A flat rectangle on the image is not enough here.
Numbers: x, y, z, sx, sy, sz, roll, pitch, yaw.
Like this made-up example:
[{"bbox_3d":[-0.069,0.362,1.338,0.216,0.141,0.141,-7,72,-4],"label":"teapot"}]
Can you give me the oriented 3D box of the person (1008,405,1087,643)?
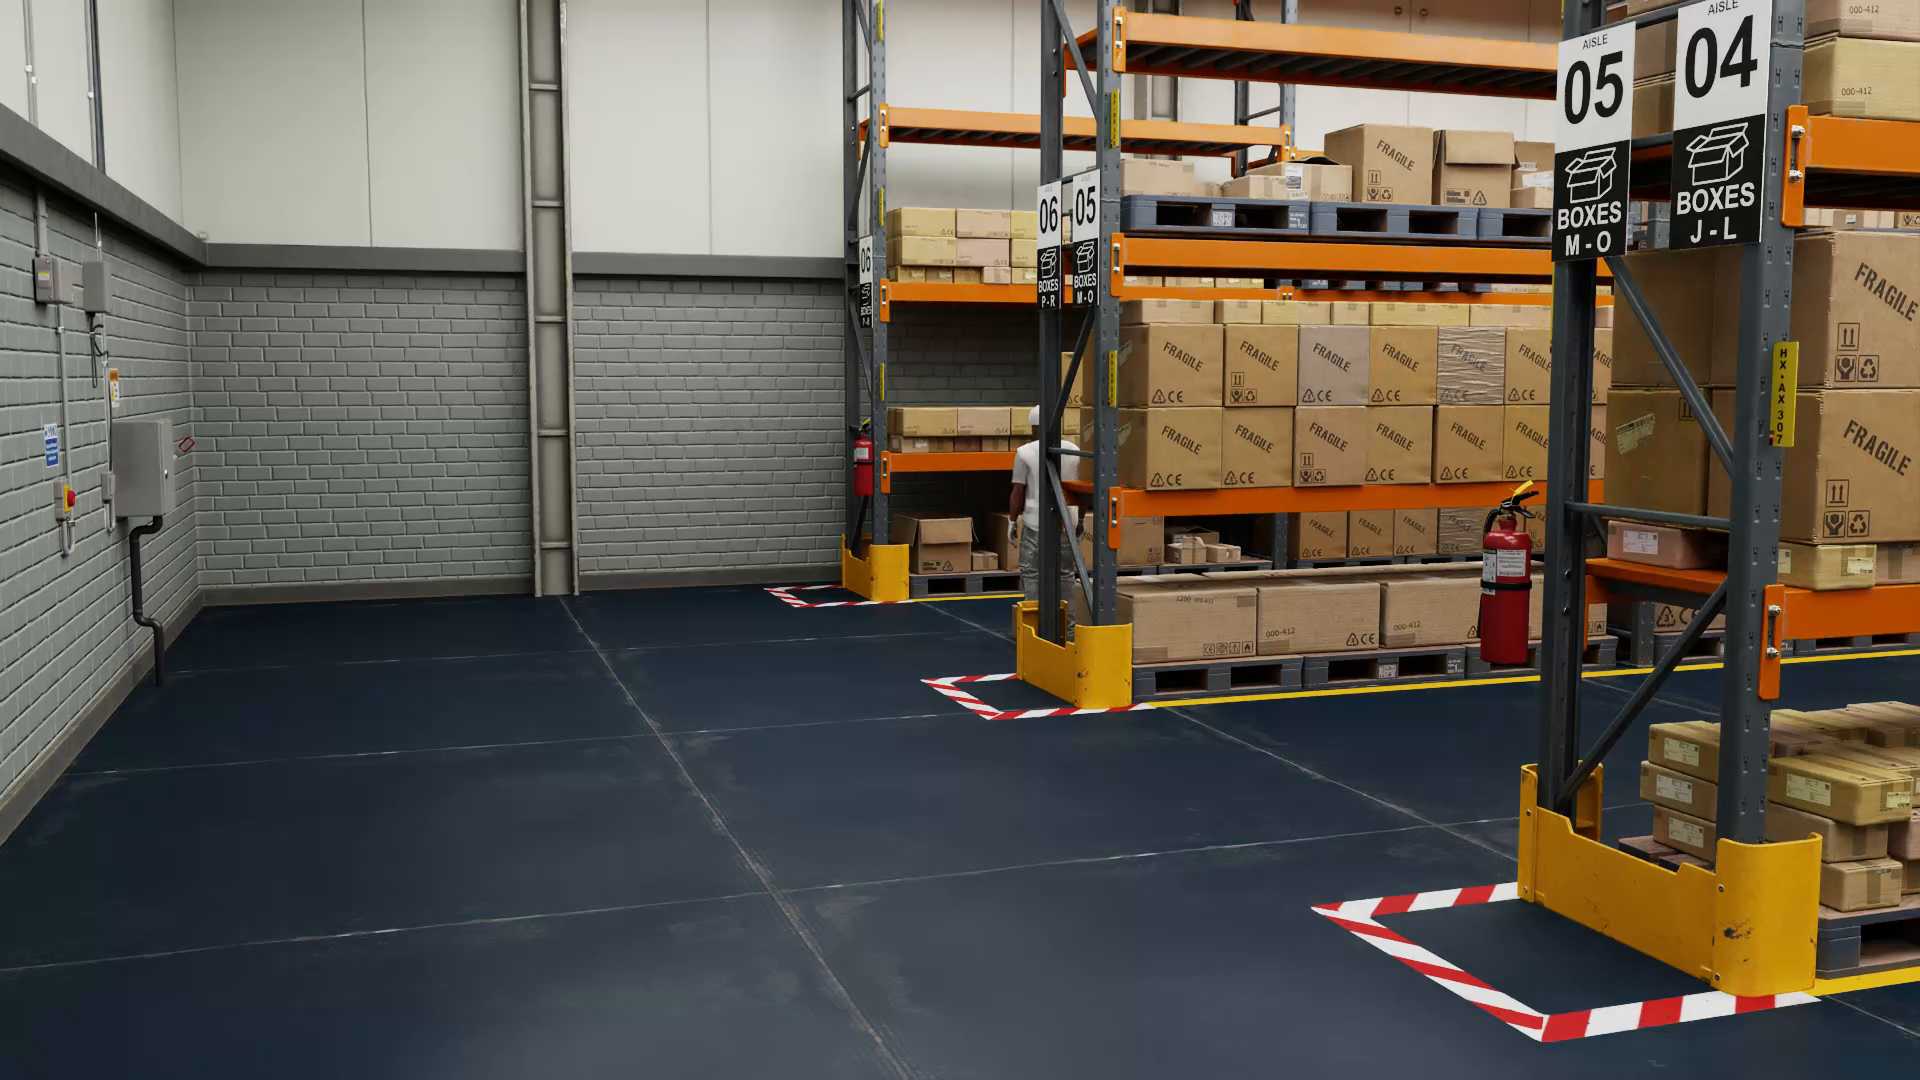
[{"bbox_3d":[0.650,-0.108,12.309,0.617,1.774,0.449,-2,6,-18],"label":"person"}]
